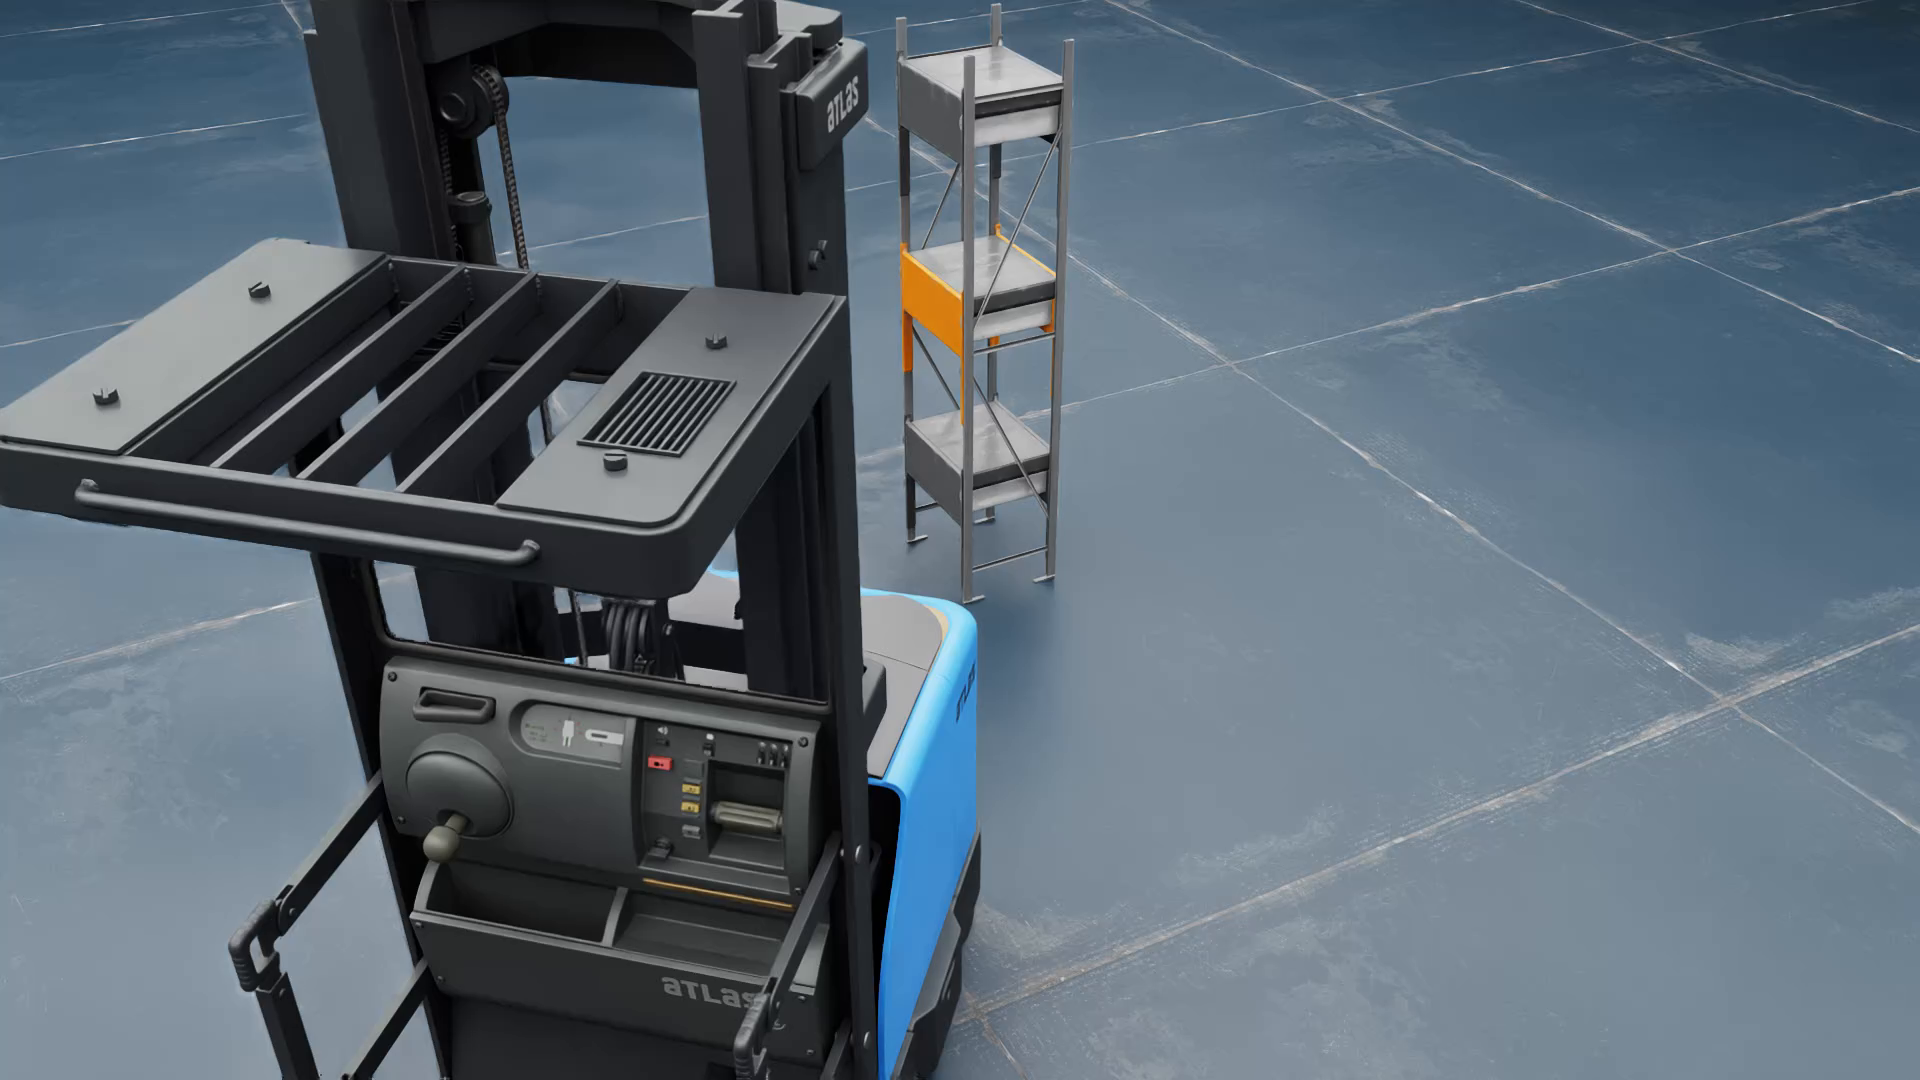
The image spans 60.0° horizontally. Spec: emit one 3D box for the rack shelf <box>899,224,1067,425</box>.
[{"bbox_3d":[0.077,-0.794,6.068,0.431,0.518,0.480,-16,36,-23],"label":"rack shelf"}]

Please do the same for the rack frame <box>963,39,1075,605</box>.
[{"bbox_3d":[0.191,-0.689,5.879,0.400,2.100,0.015,-16,36,-23],"label":"rack frame"}]

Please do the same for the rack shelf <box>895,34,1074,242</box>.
[{"bbox_3d":[0.077,-1.383,5.690,0.431,0.518,0.480,-16,36,-23],"label":"rack shelf"}]

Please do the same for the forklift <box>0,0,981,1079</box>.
[{"bbox_3d":[-0.786,0.549,3.176,1.130,2.935,3.031,7,33,12],"label":"forklift"}]

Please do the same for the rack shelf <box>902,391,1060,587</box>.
[{"bbox_3d":[0.077,-0.204,6.445,0.431,0.518,0.480,-16,36,-23],"label":"rack shelf"}]

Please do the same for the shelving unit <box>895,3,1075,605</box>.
[{"bbox_3d":[0.077,-0.805,6.060,0.431,2.100,0.503,-16,36,-23],"label":"shelving unit"}]

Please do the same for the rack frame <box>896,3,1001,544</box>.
[{"bbox_3d":[-0.037,-0.922,6.242,0.400,2.100,0.015,-16,36,-23],"label":"rack frame"}]
